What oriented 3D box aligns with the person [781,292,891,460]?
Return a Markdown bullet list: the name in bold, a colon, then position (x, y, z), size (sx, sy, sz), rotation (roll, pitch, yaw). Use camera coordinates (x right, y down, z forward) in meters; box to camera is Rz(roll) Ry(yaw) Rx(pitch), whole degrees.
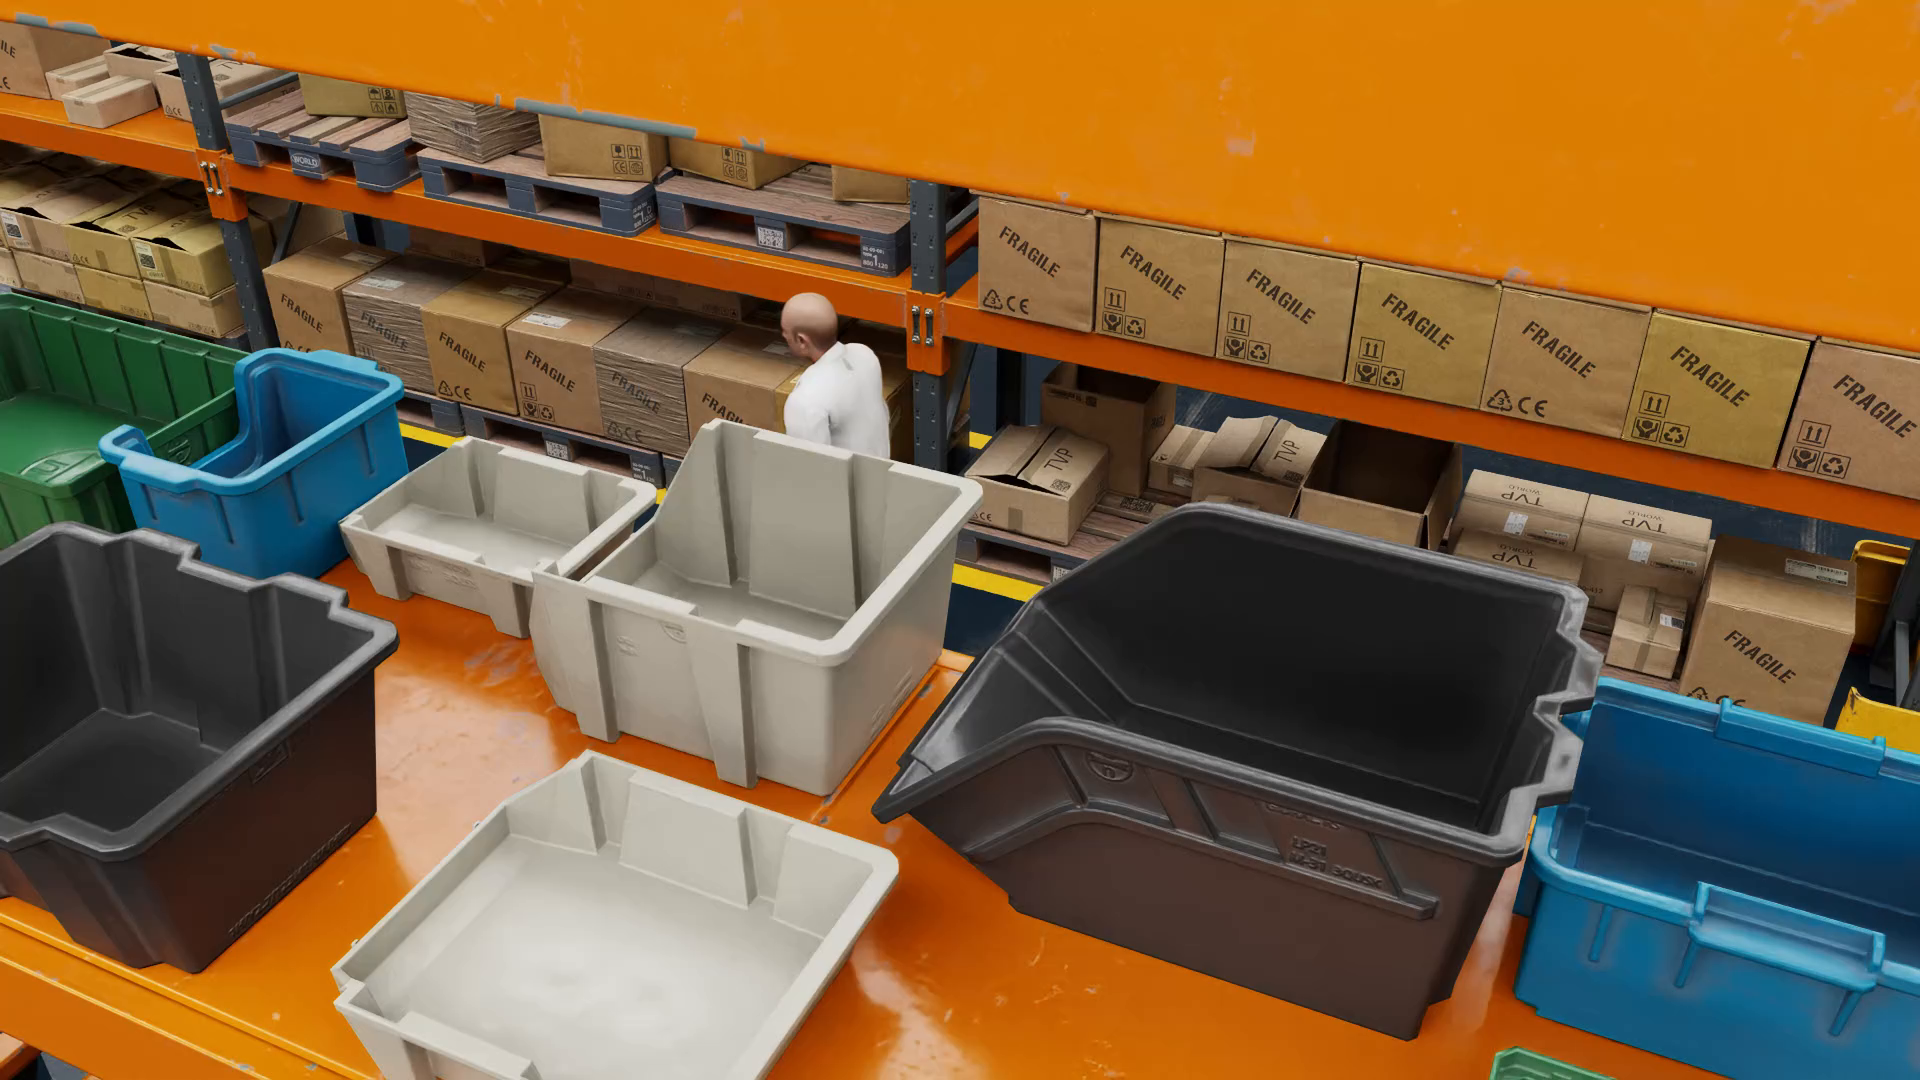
- **person**: position (-0.482, -0.122, 6.340), size (0.425, 1.774, 0.644), rotation (14, 36, 21)
